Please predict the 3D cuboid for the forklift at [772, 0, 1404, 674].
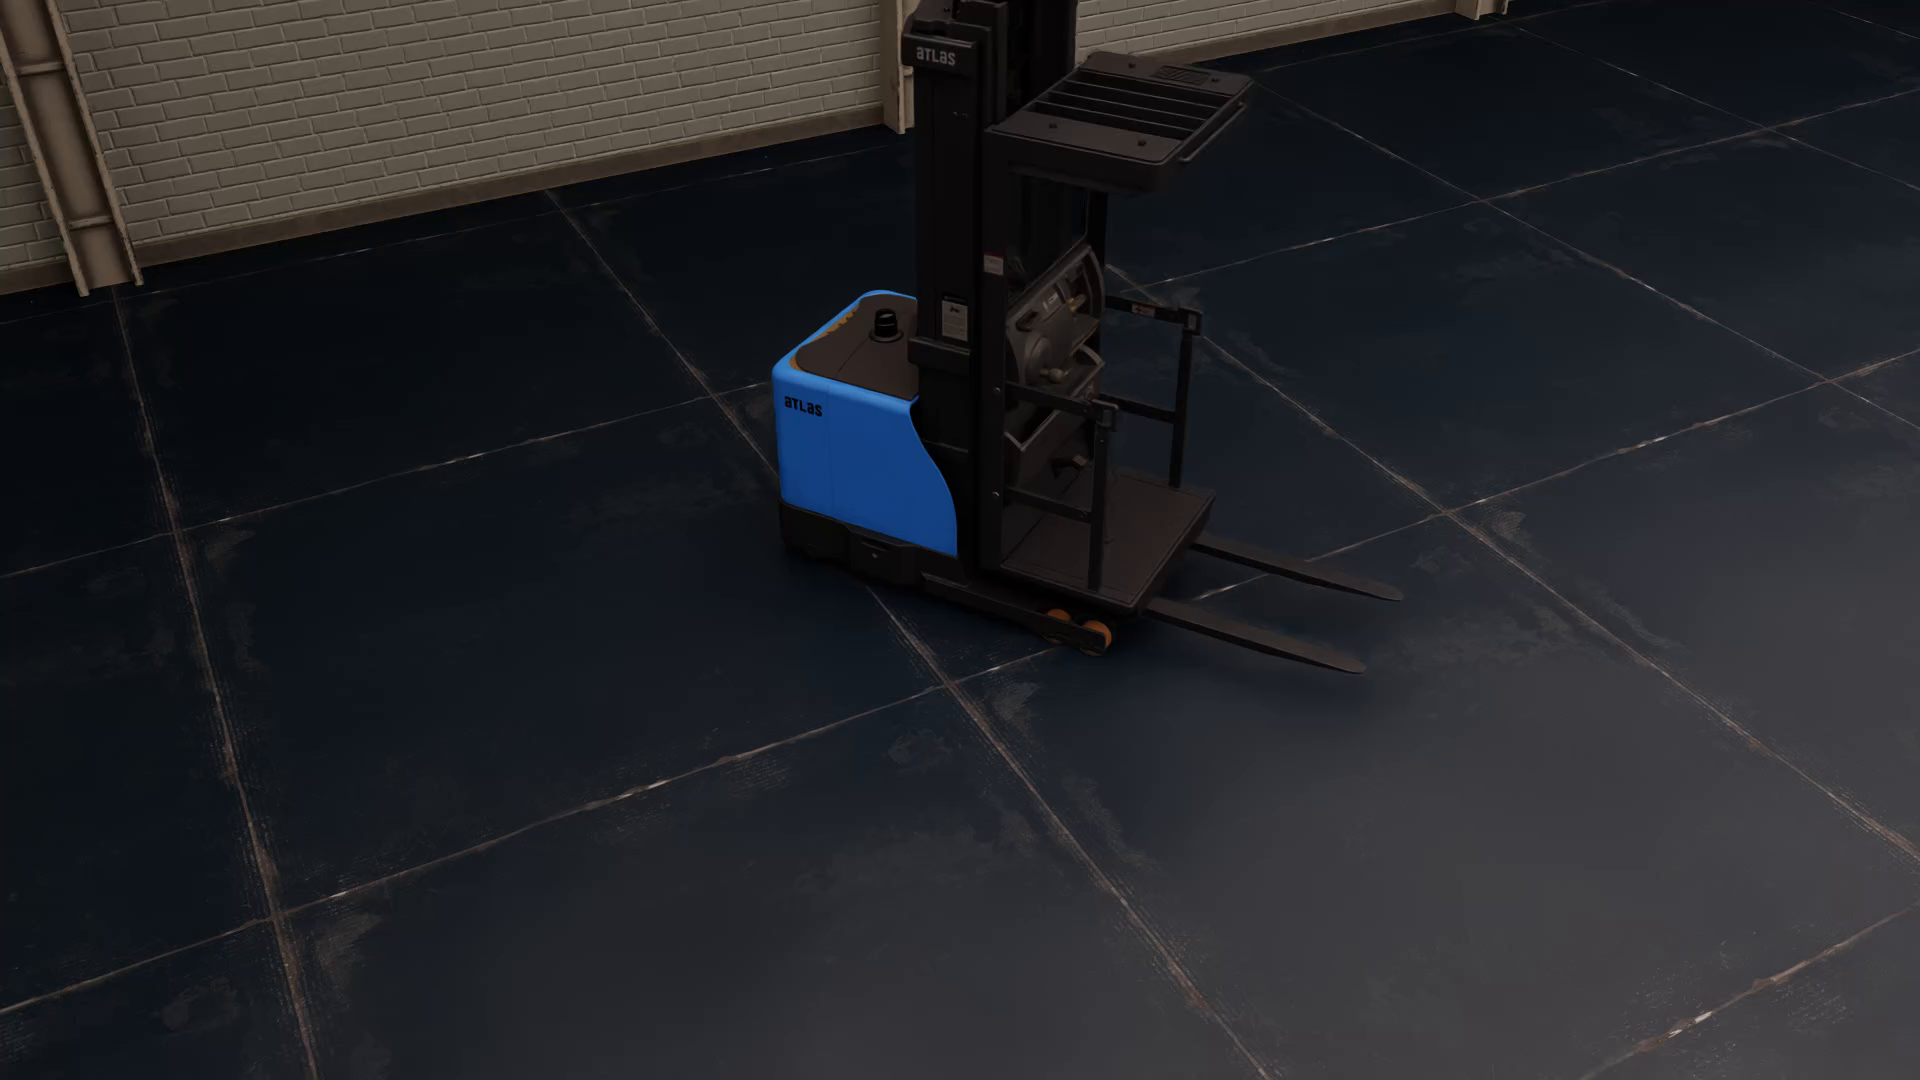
[{"bbox_3d":[0.622,-1.000,7.537,3.031,2.935,1.130,17,39,23],"label":"forklift"}]
